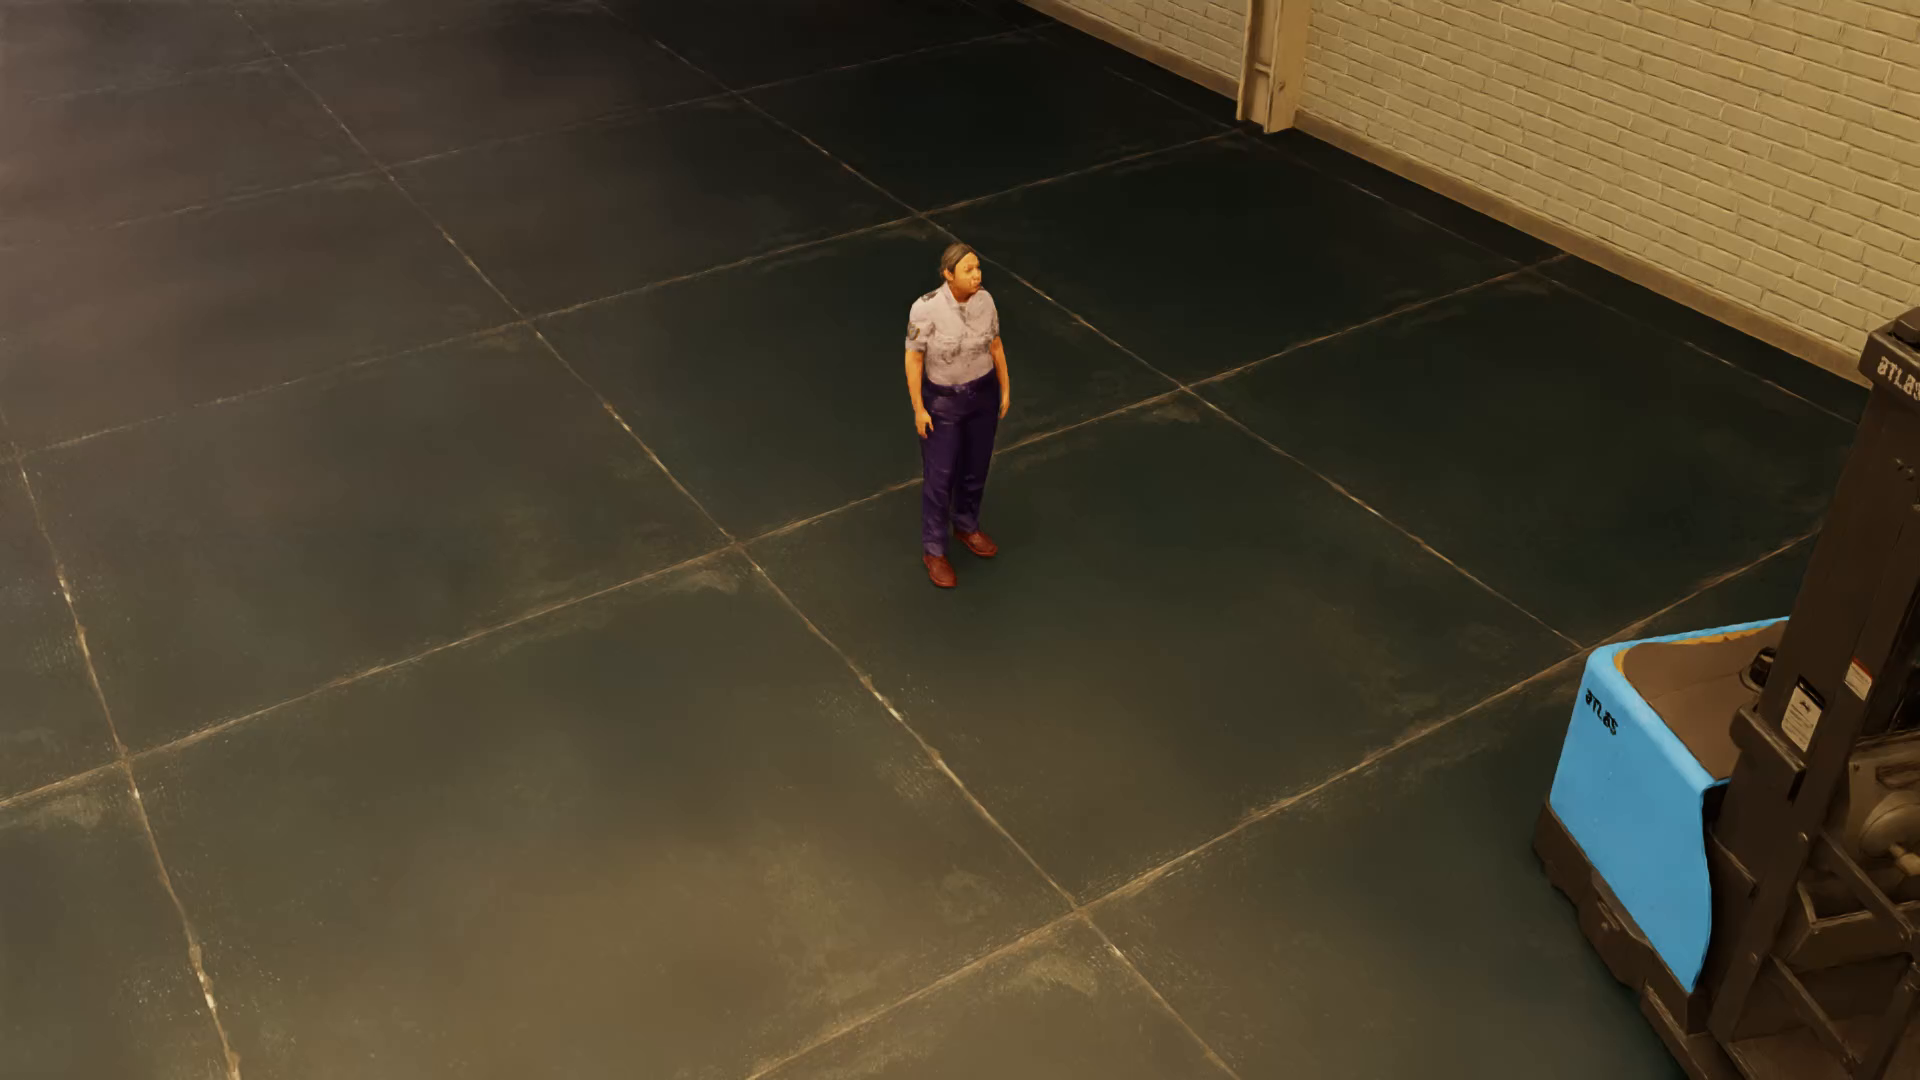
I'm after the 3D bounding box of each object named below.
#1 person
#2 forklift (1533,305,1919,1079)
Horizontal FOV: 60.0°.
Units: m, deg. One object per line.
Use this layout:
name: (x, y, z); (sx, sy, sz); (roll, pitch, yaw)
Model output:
person: (0.030, -0.625, 8.151); (0.599, 1.640, 0.502); (-21, 40, -27)
forklift: (3.175, 0.844, 4.946); (1.130, 2.935, 3.031); (-8, 36, -11)
